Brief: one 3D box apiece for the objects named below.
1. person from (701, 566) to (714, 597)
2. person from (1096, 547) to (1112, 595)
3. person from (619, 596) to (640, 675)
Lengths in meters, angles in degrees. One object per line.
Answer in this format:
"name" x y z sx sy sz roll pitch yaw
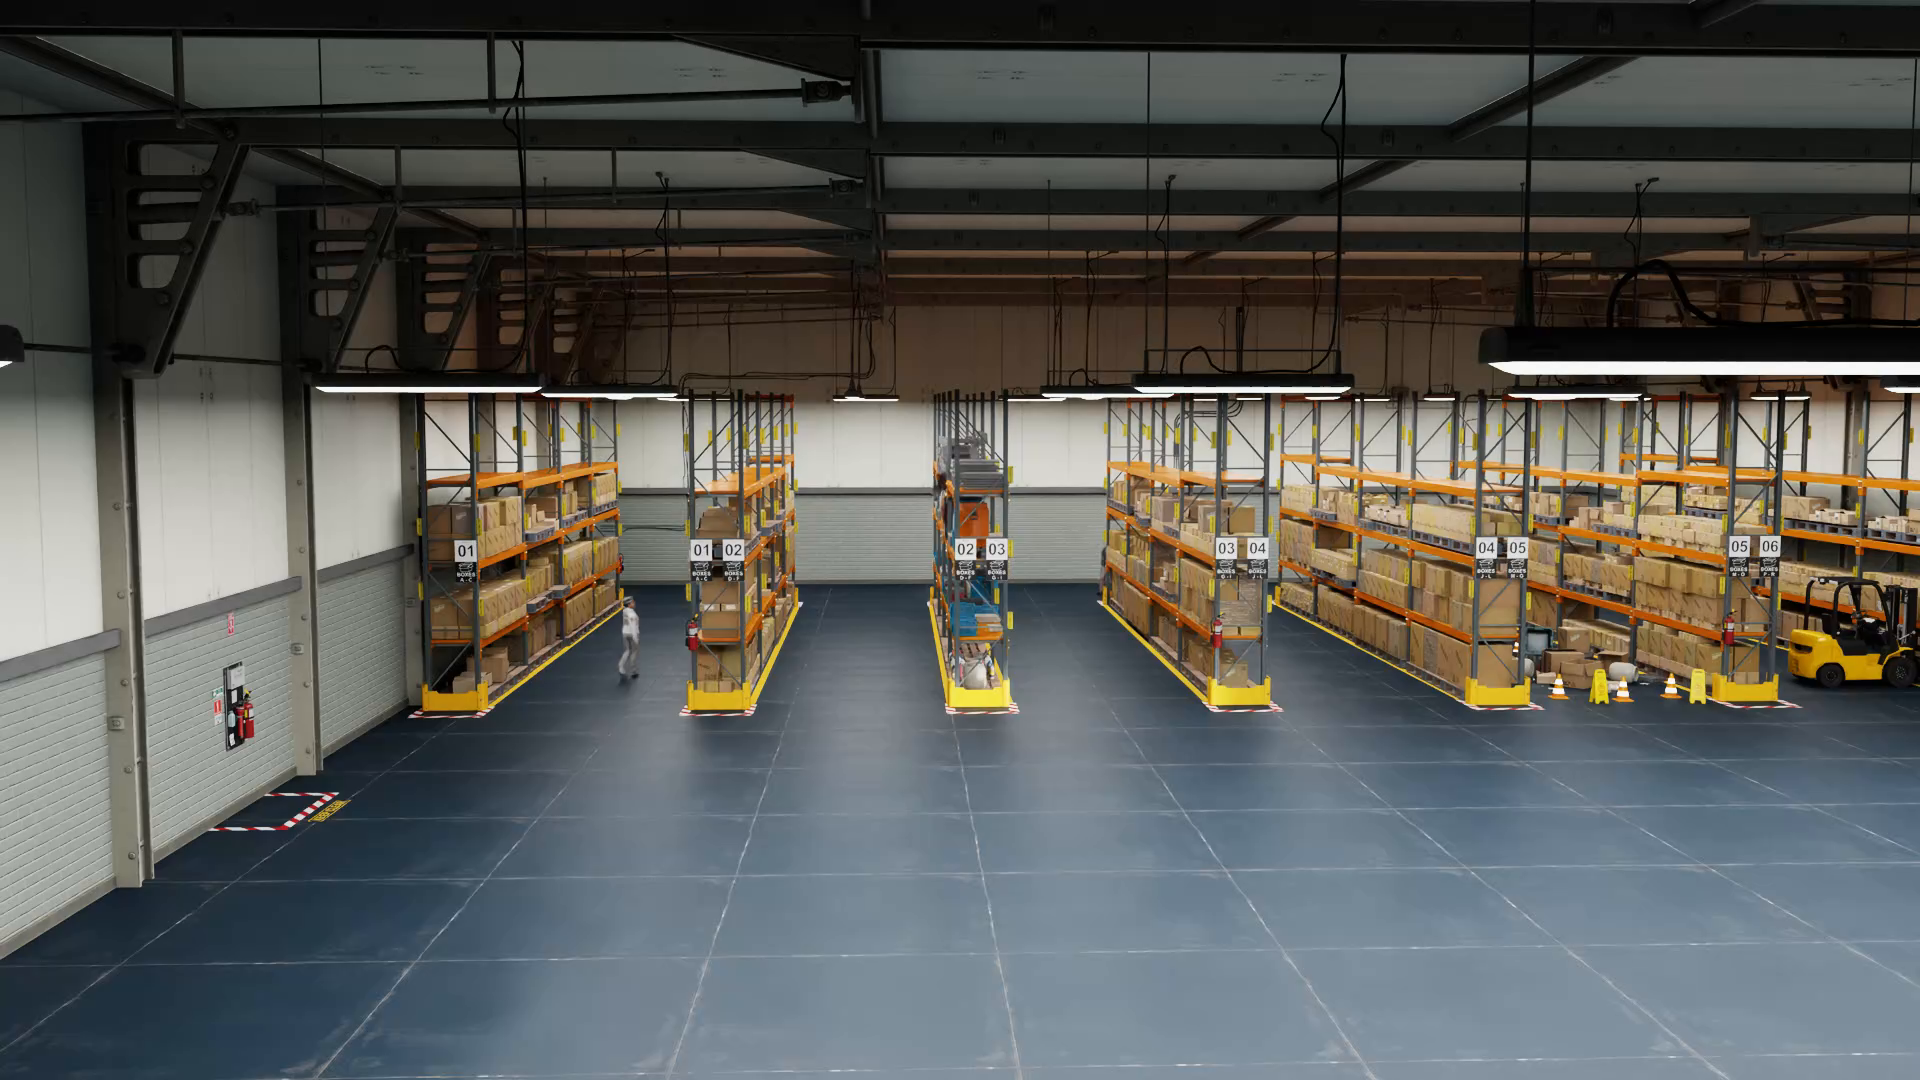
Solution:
"person" -7.029 0.901 48.571 1.032 1.727 0.676 1 5 11
"person" 4.455 0.807 49.957 0.552 1.680 1.032 2 5 25
"person" -6.963 2.009 35.064 0.466 1.685 0.503 3 5 32
